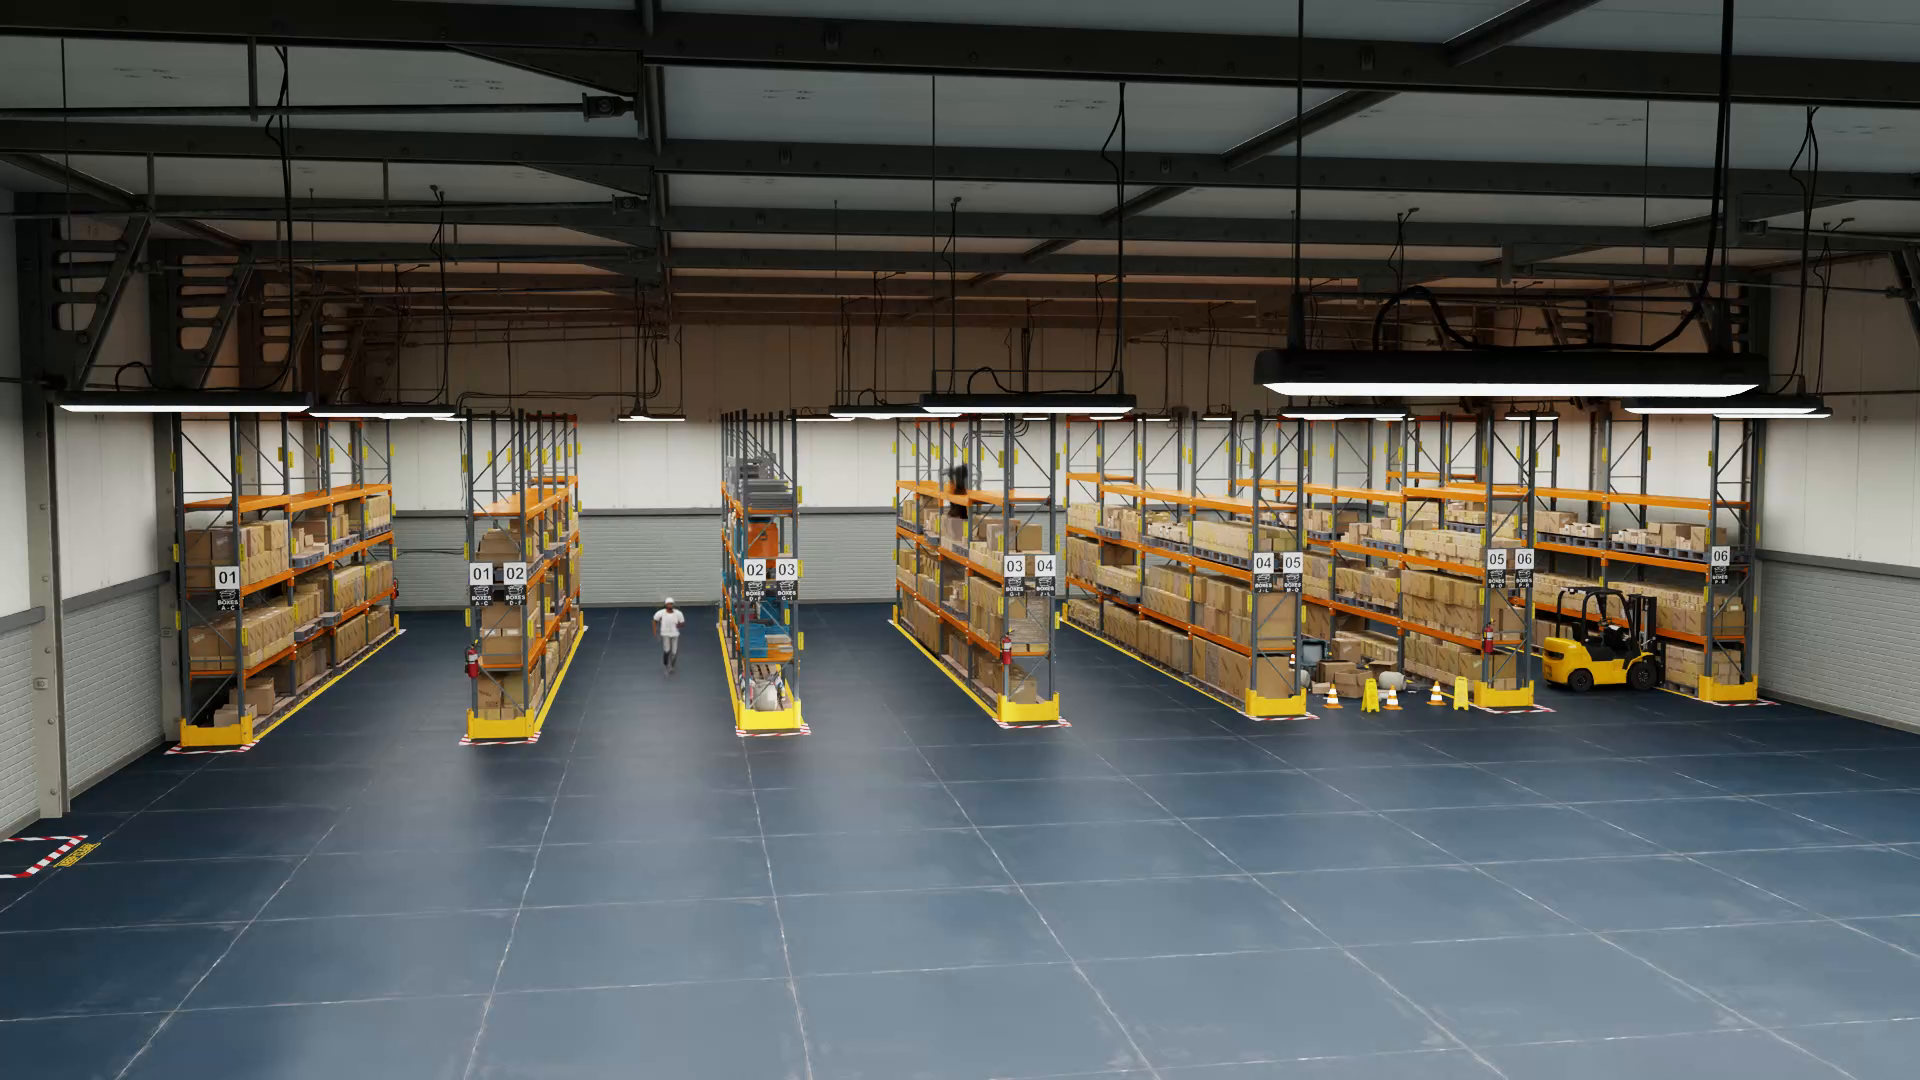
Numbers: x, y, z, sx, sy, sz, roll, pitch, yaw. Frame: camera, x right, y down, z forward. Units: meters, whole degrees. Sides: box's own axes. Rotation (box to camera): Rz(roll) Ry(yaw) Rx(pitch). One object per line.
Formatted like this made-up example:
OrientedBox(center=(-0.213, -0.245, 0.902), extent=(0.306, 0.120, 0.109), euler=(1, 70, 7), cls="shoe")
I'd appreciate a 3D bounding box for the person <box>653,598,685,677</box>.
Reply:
OrientedBox(center=(-6.609, 2.205, 37.851), extent=(0.696, 1.789, 0.720), euler=(-1, 4, -17), cls="person")
